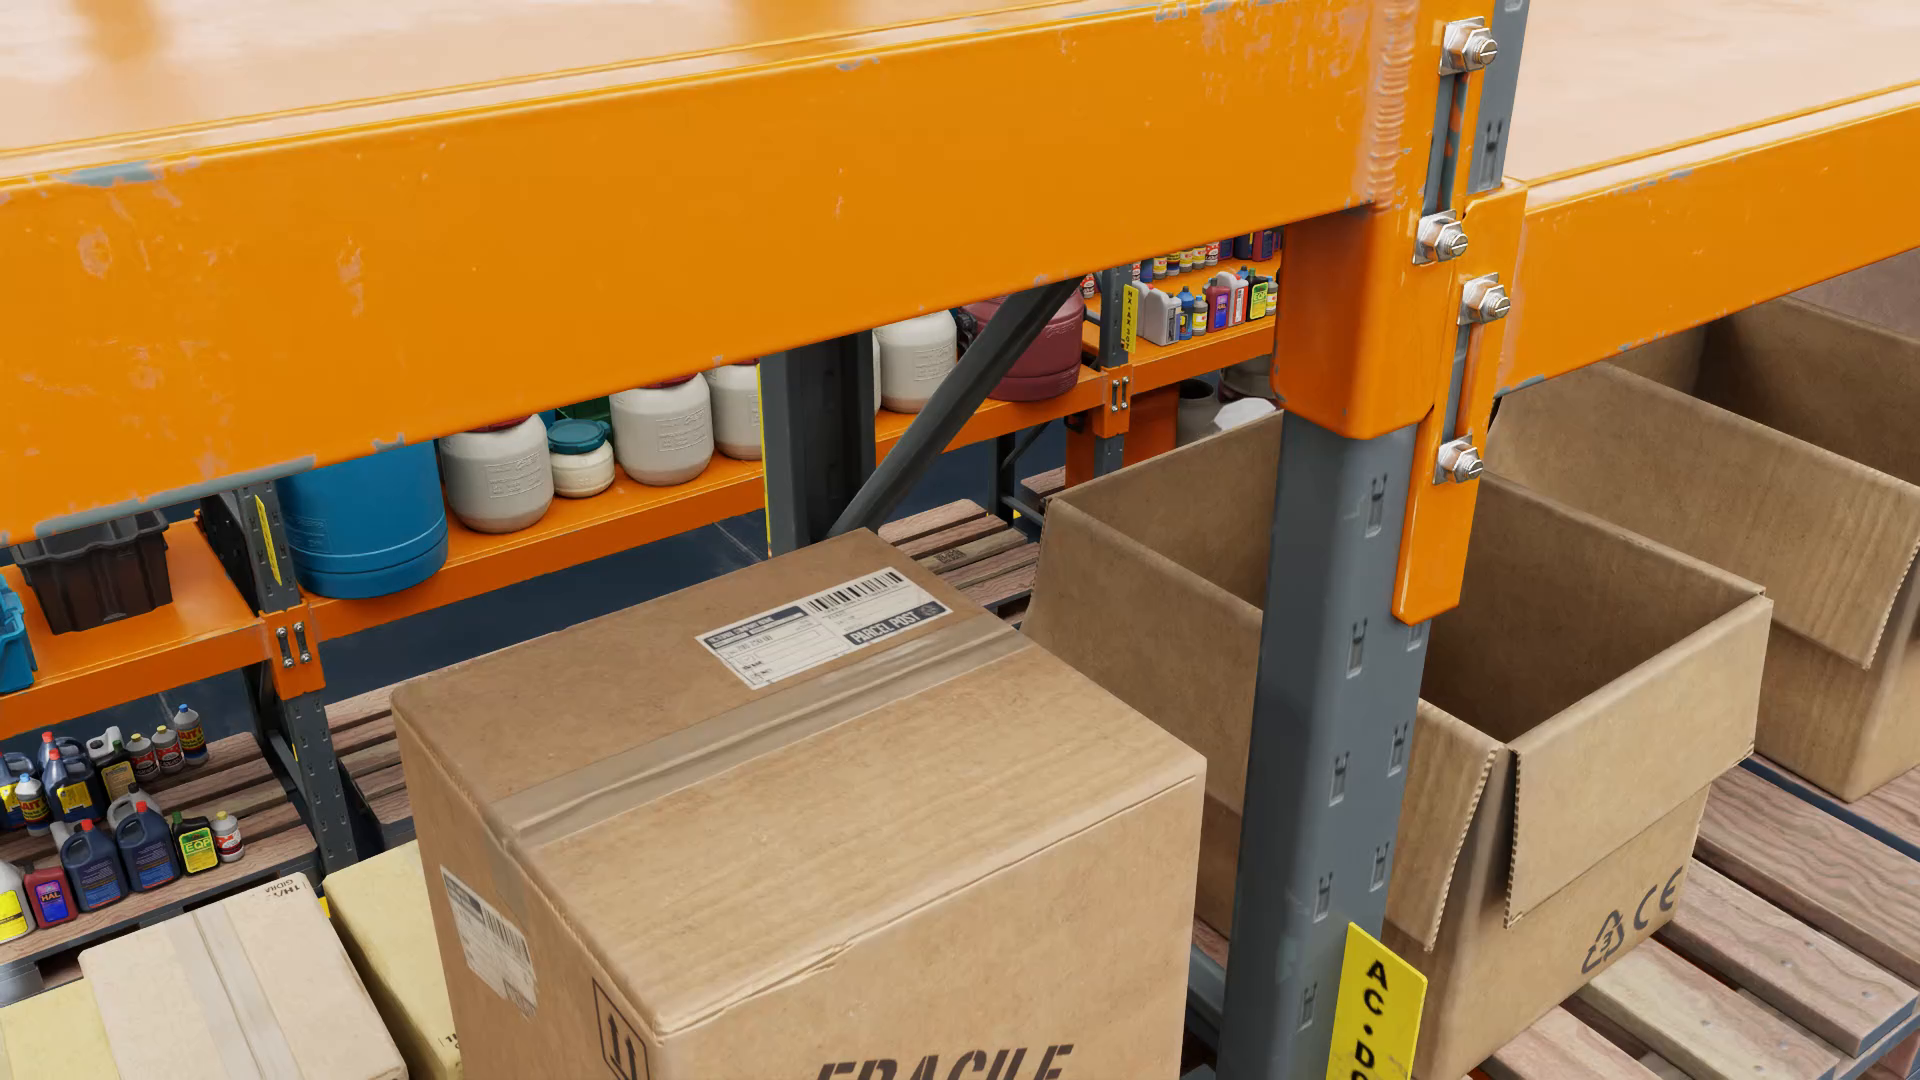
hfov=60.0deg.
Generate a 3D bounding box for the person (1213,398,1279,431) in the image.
[{"bbox_3d":[1.199,0.188,7.263,0.389,1.678,0.486,-20,34,-31],"label":"person"}]
